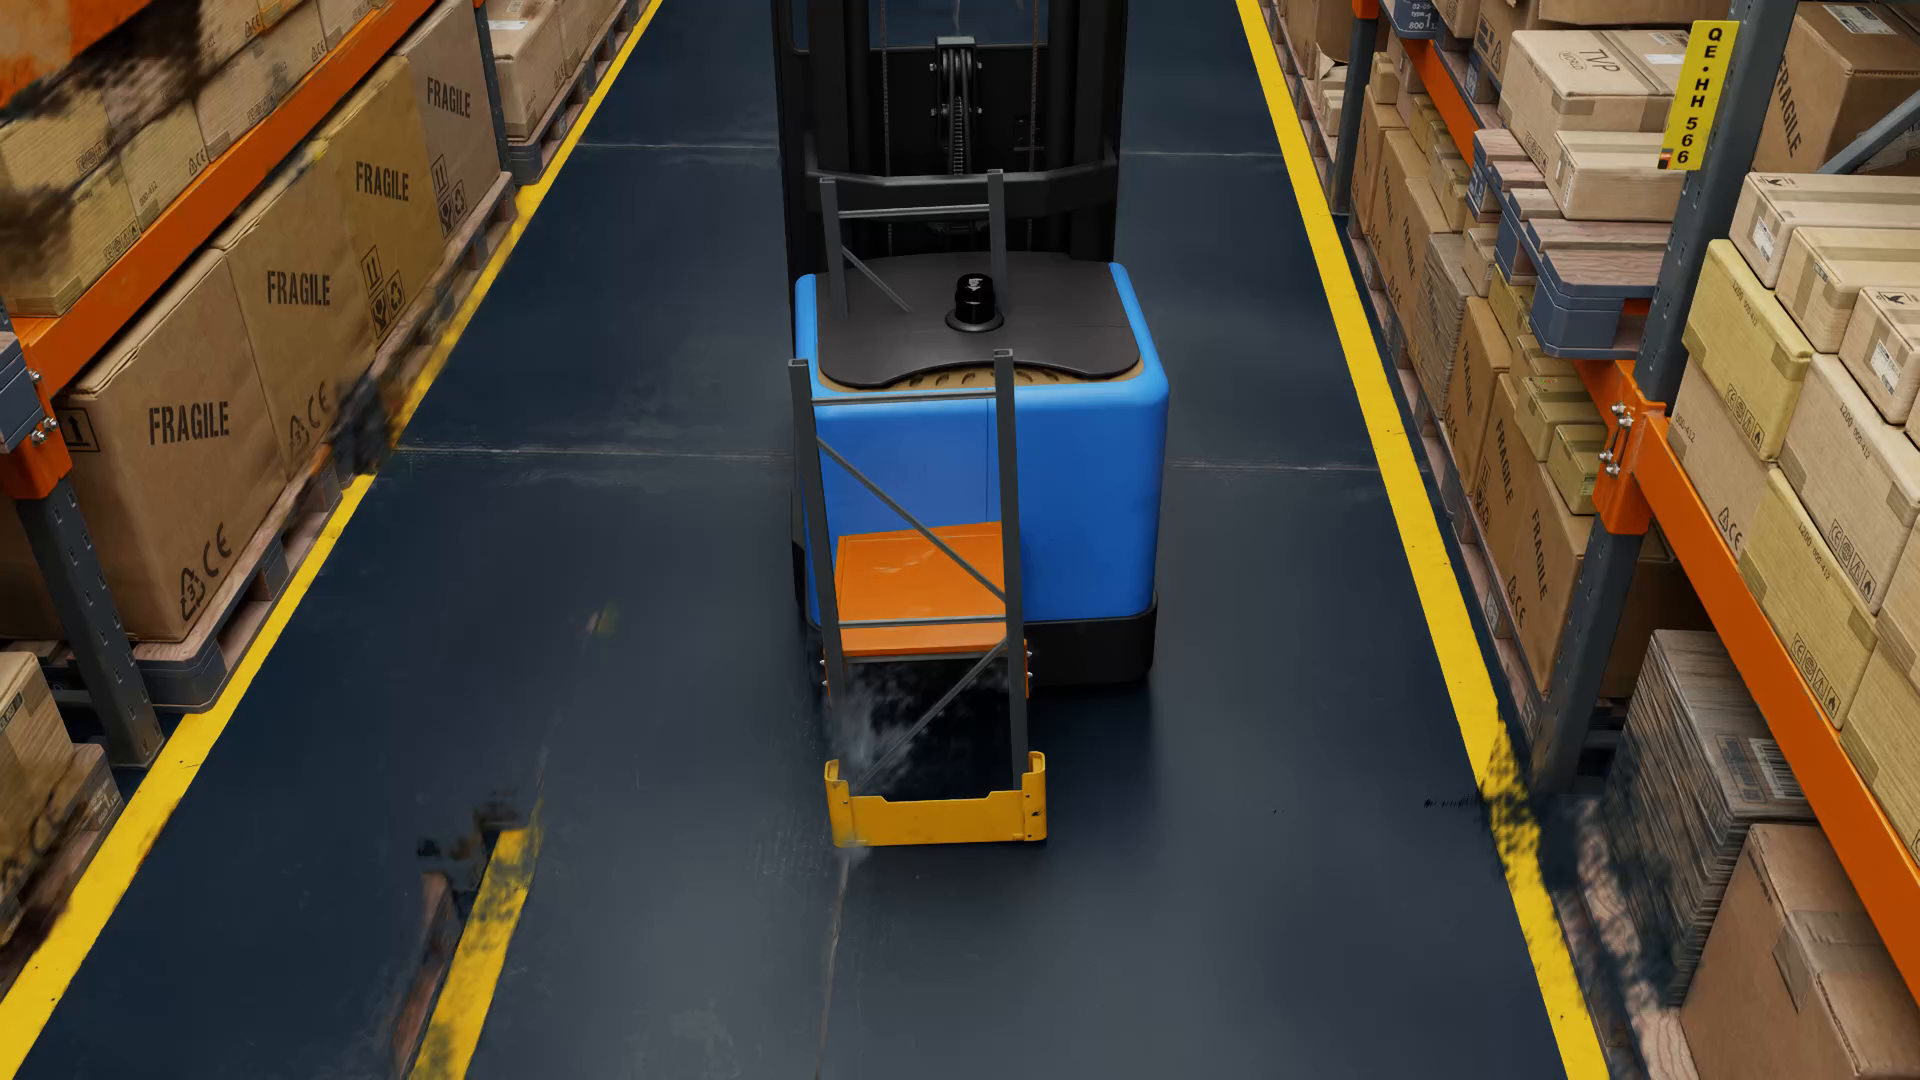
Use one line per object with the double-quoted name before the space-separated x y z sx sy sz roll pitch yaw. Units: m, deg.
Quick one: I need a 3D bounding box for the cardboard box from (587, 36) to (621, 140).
"cardboard box" -2.508 -1.999 6.117 0.500 0.250 0.500 0 35 1

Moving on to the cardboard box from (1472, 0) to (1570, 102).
"cardboard box" 2.126 -3.100 9.361 0.500 0.500 0.500 2 35 3

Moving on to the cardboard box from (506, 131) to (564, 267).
"cardboard box" -2.541 -1.419 5.291 0.500 0.250 0.500 2 35 3

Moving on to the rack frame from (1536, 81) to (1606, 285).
"rack frame" 2.279 -2.794 7.117 1.000 3.000 0.127 1 35 2

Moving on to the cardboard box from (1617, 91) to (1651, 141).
"cardboard box" 2.059 -2.129 7.156 0.380 0.149 0.250 1 35 1

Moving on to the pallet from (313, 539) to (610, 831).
"pallet" -2.735 0.081 5.451 1.003 0.211 1.213 1 35 2

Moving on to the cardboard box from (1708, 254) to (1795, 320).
"cardboard box" 2.009 -1.257 6.174 0.380 0.149 0.250 3 35 4

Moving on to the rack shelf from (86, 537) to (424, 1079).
"rack shelf" -2.922 0.835 2.579 1.077 0.370 4.000 1 35 2

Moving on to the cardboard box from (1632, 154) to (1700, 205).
"cardboard box" 2.064 -1.848 7.015 0.380 0.149 0.250 0 35 1

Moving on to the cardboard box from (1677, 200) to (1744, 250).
"cardboard box" 2.068 -1.542 6.580 0.380 0.149 0.250 1 35 1

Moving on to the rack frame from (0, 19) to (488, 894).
"rack frame" -2.842 -0.608 4.007 1.000 3.000 0.127 1 35 2

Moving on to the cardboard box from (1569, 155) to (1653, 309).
"cardboard box" 2.034 -1.670 7.327 0.500 0.500 0.500 3 35 4

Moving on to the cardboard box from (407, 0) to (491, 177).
"cardboard box" -2.567 -1.621 4.492 0.500 0.500 0.500 1 35 2

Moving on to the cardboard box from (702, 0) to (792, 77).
"cardboard box" -2.476 -3.421 9.871 0.875 0.438 0.875 2 35 3

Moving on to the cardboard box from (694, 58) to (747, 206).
"cardboard box" -2.549 -2.388 8.402 0.875 0.438 0.875 1 35 1

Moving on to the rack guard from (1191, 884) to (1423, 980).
"rack guard" -0.061 0.705 4.506 0.587 0.250 0.087 -2 35 2

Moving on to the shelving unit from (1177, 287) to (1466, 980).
"shelving unit" -0.094 -0.092 4.553 0.587 1.500 1.083 -2 35 2

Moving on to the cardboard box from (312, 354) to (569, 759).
"cardboard box" -2.731 -0.306 5.059 0.875 0.875 0.875 1 35 1

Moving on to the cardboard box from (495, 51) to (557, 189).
"cardboard box" -2.521 -1.620 5.142 0.500 0.250 0.500 1 35 2

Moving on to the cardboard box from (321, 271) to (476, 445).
"cardboard box" -2.571 -0.822 4.442 0.500 0.250 0.500 1 35 1

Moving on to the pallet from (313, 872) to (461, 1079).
"pallet" -2.875 0.982 4.170 1.003 0.211 1.213 1 35 2

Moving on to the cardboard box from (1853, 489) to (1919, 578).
"cardboard box" 1.865 -0.357 4.894 0.380 0.149 0.250 0 35 -1

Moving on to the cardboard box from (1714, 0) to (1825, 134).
"cardboard box" 1.983 -1.985 5.514 0.700 0.500 0.500 1 35 2

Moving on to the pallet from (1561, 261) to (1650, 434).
"pallet" 2.284 -1.185 7.252 1.003 0.211 1.213 1 35 2

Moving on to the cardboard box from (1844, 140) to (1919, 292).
"cardboard box" 1.837 -1.220 4.642 0.500 0.250 0.500 0 35 0

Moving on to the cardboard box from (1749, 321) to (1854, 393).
"cardboard box" 1.966 -0.961 5.753 0.380 0.149 0.250 0 35 0

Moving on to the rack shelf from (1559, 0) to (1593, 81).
"rack shelf" 2.359 -3.649 8.959 1.077 0.370 4.000 1 35 2

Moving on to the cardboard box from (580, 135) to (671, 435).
"cardboard box" -2.655 -1.332 6.519 0.875 0.875 0.875 2 35 3

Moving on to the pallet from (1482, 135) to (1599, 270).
"pallet" 2.307 -2.048 8.480 1.003 0.211 1.213 1 35 2

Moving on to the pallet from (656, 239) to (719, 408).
"pallet" -2.637 -1.320 7.445 1.003 0.211 1.213 1 35 2

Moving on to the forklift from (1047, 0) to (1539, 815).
"forklift" -0.054 -1.559 5.420 1.130 2.935 3.031 -3 35 -4

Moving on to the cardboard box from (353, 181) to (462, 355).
"cardboard box" -2.575 -1.037 4.312 0.500 0.250 0.500 1 35 2

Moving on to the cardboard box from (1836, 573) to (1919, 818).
"cardboard box" 1.920 0.107 4.797 0.500 0.500 0.500 2 35 3

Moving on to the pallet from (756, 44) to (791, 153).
"pallet" -2.526 -2.903 9.698 1.003 0.211 1.213 1 35 2

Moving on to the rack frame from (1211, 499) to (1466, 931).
"rack frame" -0.093 0.206 4.130 0.500 1.500 0.032 -2 35 2

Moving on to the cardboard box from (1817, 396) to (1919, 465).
"cardboard box" 1.975 -0.658 5.323 0.380 0.149 0.250 2 35 3

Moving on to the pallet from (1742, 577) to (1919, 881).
"pallet" 2.186 0.217 5.258 1.003 0.211 1.213 1 35 2

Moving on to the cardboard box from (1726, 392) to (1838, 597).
"cardboard box" 1.969 -0.481 5.634 0.500 0.500 0.500 3 35 4

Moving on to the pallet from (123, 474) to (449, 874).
"pallet" -2.764 -0.118 3.476 1.213 0.211 1.003 1 35 2

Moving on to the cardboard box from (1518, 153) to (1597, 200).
"cardboard box" 2.008 -2.126 8.281 0.380 0.149 0.250 0 35 0

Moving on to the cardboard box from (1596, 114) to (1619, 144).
"cardboard box" 2.559 -2.423 8.703 0.380 0.149 0.250 1 35 1

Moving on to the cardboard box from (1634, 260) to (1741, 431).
"cardboard box" 1.998 -1.078 6.483 0.500 0.500 0.500 0 35 0

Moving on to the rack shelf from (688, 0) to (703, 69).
"rack shelf" -2.601 -3.761 9.119 1.077 0.370 4.000 1 35 2
